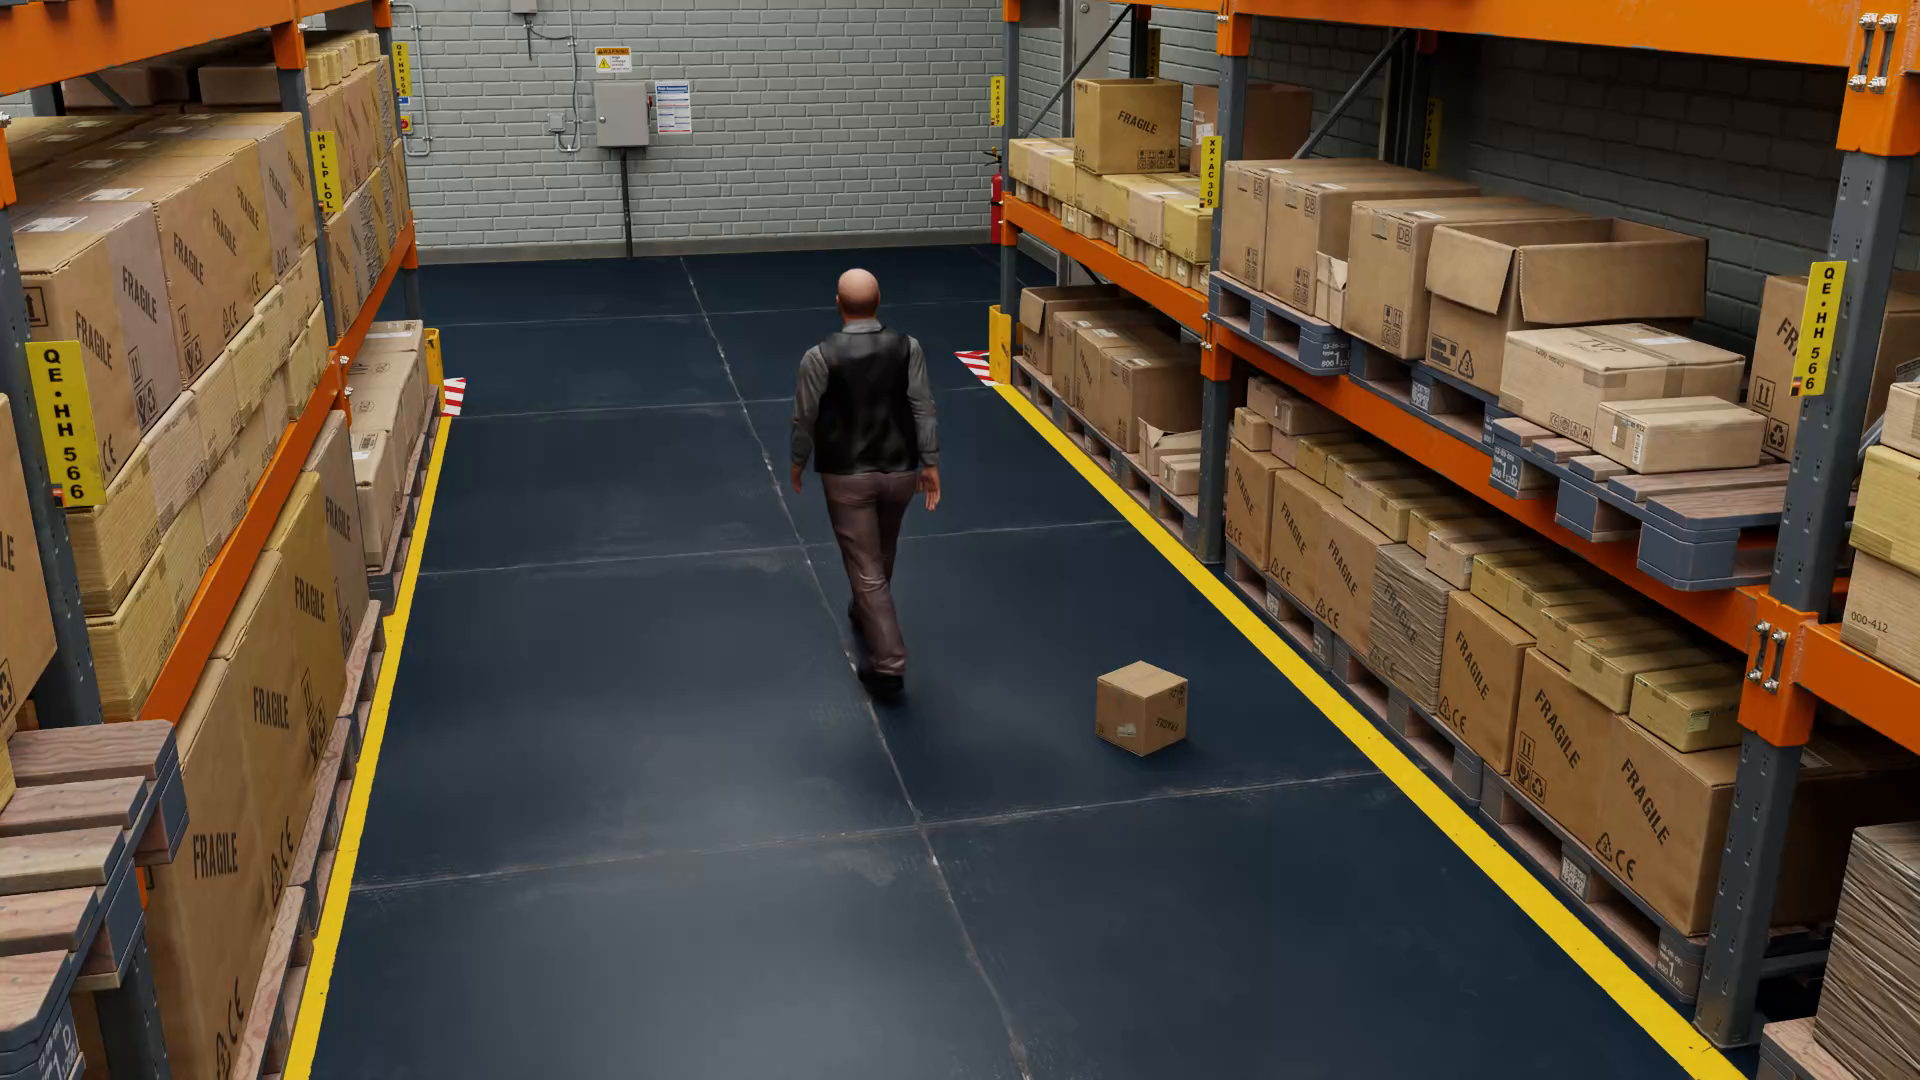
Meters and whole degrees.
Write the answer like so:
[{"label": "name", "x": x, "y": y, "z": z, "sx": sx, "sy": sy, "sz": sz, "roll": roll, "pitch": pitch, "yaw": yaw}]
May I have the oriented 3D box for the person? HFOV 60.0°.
[{"label": "person", "x": -0.408, "y": -0.249, "z": 6.932, "sx": 0.568, "sy": 1.580, "sz": 1.016, "roll": -9, "pitch": 21, "yaw": -24}]
